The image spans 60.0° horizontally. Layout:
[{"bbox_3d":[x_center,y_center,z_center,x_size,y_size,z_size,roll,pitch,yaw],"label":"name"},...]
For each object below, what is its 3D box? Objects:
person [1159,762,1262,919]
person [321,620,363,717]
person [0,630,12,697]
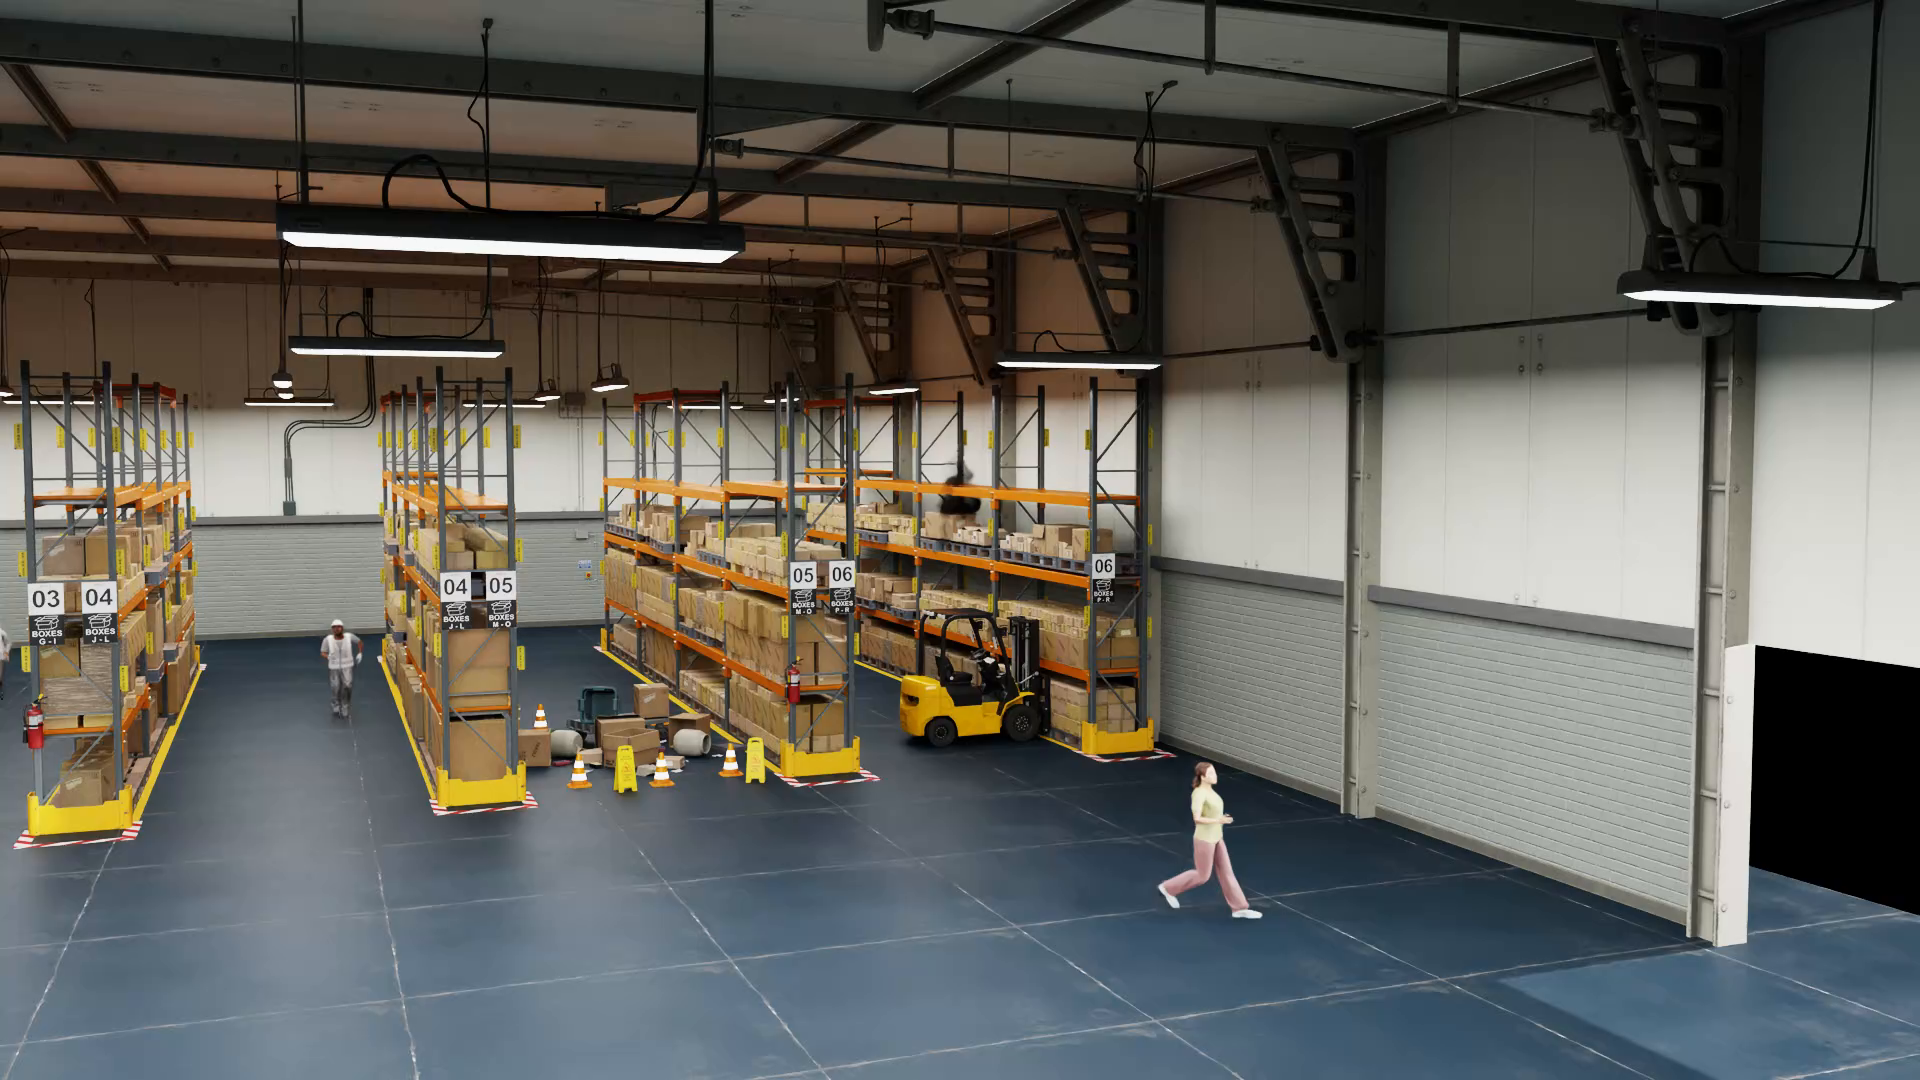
[{"bbox_3d":[2.608,3.103,17.270,1.076,1.611,0.588,2,4,26],"label":"person"},{"bbox_3d":[-11.122,2.307,29.919,0.696,1.761,0.860,-1,4,-17],"label":"person"},{"bbox_3d":[-18.255,2.260,31.351,0.659,1.730,0.579,-2,4,-28],"label":"person"}]
